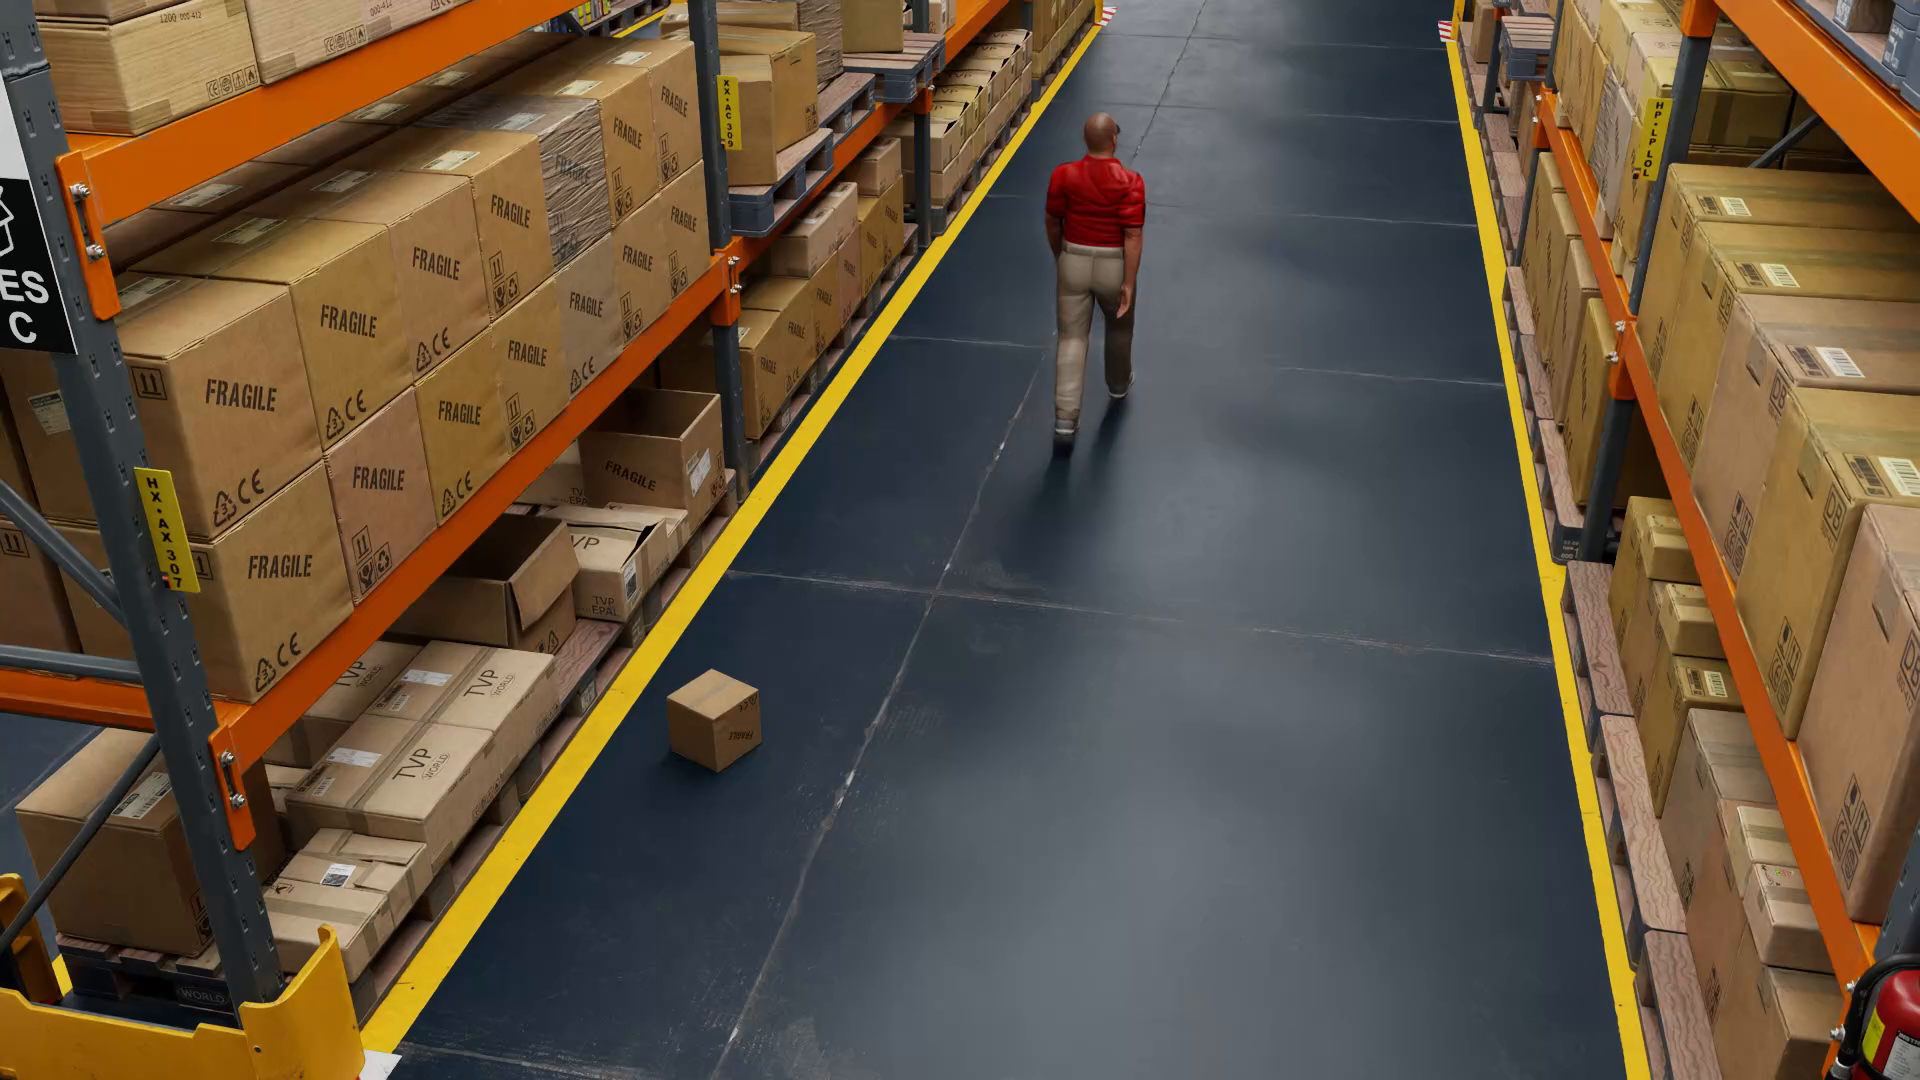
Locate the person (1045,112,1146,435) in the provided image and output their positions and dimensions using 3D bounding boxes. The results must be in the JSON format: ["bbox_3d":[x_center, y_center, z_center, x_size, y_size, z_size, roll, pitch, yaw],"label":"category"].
[{"bbox_3d":[0.711,-1.445,8.789,0.536,1.670,1.036,6,29,11],"label":"person"}]
